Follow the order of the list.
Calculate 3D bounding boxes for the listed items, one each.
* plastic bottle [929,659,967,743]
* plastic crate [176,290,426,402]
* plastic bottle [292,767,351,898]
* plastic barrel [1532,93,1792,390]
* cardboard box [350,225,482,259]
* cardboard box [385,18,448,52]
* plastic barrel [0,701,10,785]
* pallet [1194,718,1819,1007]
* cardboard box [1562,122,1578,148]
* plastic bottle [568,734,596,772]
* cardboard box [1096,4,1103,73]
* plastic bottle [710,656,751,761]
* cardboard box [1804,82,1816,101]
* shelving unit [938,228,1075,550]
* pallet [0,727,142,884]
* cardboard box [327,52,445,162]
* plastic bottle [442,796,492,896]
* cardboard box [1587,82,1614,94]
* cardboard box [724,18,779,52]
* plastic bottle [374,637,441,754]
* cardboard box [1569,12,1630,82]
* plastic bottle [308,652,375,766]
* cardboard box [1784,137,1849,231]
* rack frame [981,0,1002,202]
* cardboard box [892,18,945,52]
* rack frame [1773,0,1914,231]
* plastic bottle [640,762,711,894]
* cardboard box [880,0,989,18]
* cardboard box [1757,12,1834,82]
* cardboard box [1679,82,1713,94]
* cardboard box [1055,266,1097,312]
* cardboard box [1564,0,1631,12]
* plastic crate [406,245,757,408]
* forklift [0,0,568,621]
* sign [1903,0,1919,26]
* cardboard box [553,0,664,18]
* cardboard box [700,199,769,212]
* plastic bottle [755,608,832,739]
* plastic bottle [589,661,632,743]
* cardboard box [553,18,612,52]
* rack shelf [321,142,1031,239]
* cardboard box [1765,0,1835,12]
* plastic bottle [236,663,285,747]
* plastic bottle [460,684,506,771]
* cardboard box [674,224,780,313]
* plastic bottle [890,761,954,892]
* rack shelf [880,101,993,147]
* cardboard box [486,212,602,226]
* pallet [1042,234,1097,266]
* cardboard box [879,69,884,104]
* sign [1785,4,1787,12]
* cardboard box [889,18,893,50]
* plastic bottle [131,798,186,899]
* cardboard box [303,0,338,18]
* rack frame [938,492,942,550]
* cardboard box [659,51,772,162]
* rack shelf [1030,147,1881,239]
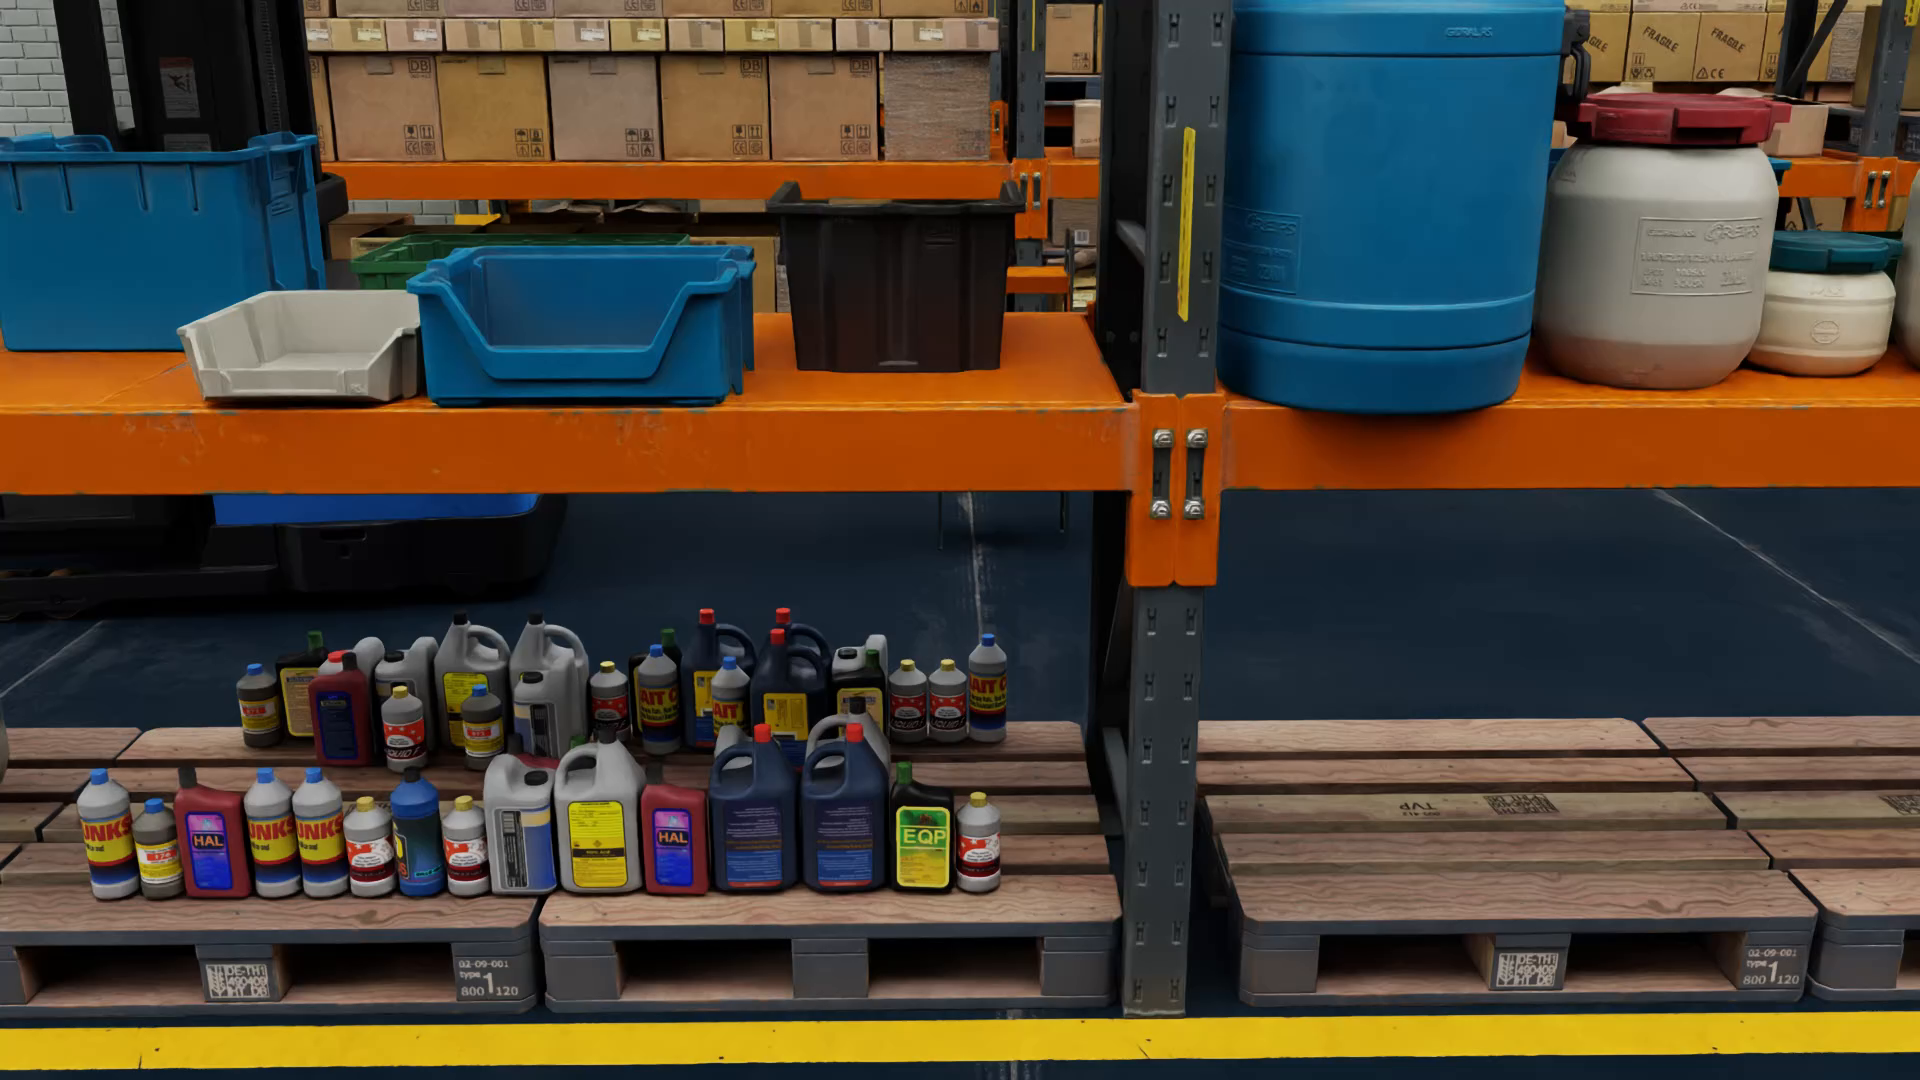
[{"bbox_3d":[-0.031,0.404,4.238,0.097,0.201,0.097,0,18,0],"label":"plastic bottle"},{"bbox_3d":[-1.223,-0.376,3.242,0.437,0.136,0.530,0,18,-1],"label":"plastic crate"},{"bbox_3d":[-1.343,0.606,3.494,0.097,0.271,0.097,0,18,0],"label":"plastic bottle"},{"bbox_3d":[1.356,-0.589,3.252,0.433,0.535,0.433,0,18,0],"label":"plastic barrel"},{"bbox_3d":[-2.638,-1.266,8.170,0.500,0.500,0.500,0,18,-1],"label":"cardboard box"},{"bbox_3d":[-2.516,-2.377,7.820,0.250,0.149,0.380,-1,18,-2],"label":"cardboard box"},{"bbox_3d":[-2.445,0.388,3.813,0.421,0.512,0.421,0,18,0],"label":"plastic barrel"},{"bbox_3d":[1.181,0.725,3.942,1.213,0.211,1.003,0,18,-1],"label":"pallet"},{"bbox_3d":[3.047,-1.976,8.209,0.250,0.149,0.380,1,18,3],"label":"cardboard box"},{"bbox_3d":[-0.785,0.559,3.620,0.133,0.283,0.061,0,18,-1],"label":"plastic bottle"},{"bbox_3d":[1.308,-3.862,12.794,0.500,0.500,0.700,2,18,5],"label":"cardboard box"},{"bbox_3d":[-0.560,0.417,4.082,0.097,0.271,0.097,0,18,0],"label":"plastic bottle"},{"bbox_3d":[6.369,-3.463,12.810,0.250,0.149,0.380,0,18,1],"label":"cardboard box"},{"bbox_3d":[0.166,-0.572,6.367,0.503,1.200,0.258,0,18,-1],"label":"shelving unit"},{"bbox_3d":[-2.716,0.743,3.886,1.213,0.211,1.003,0,18,-1],"label":"pallet"},{"bbox_3d":[-2.686,-2.131,8.115,0.500,0.500,0.700,0,18,1],"label":"cardboard box"},{"bbox_3d":[-1.038,0.638,3.509,0.097,0.201,0.097,0,18,0],"label":"plastic bottle"},{"bbox_3d":[4.824,-3.451,12.775,0.250,0.149,0.380,0,18,0],"label":"cardboard box"},{"bbox_3d":[-0.964,-2.385,7.847,0.250,0.149,0.380,0,18,-1],"label":"cardboard box"},{"bbox_3d":[-1.383,0.383,4.180,0.135,0.276,0.152,-1,18,-2],"label":"plastic bottle"},{"bbox_3d":[4.729,-3.755,12.659,0.500,0.500,0.500,0,18,1],"label":"cardboard box"},{"bbox_3d":[-1.519,0.413,4.076,0.133,0.283,0.061,0,18,-1],"label":"plastic bottle"},{"bbox_3d":[6.702,-2.780,13.134,0.750,0.750,0.750,0,18,1],"label":"cardboard box"},{"bbox_3d":[0.240,-3.613,12.899,0.127,3.000,1.000,0,18,-1],"label":"rack frame"},{"bbox_3d":[-0.194,-2.389,7.859,0.250,0.149,0.380,-1,18,-2],"label":"cardboard box"},{"bbox_3d":[4.321,-2.119,8.243,0.127,3.000,1.000,0,18,-1],"label":"rack frame"},{"bbox_3d":[-0.597,0.602,3.486,0.133,0.283,0.061,1,18,3],"label":"plastic bottle"},{"bbox_3d":[-0.122,-2.761,7.957,0.500,0.500,0.700,0,18,-1],"label":"cardboard box"},{"bbox_3d":[6.270,-3.762,12.680,0.500,0.500,0.500,0,18,1],"label":"cardboard box"},{"bbox_3d":[5.600,-3.470,12.831,0.250,0.149,0.380,0,18,0],"label":"cardboard box"},{"bbox_3d":[0.739,-1.184,8.222,0.500,0.311,0.500,0,18,-1],"label":"cardboard box"},{"bbox_3d":[4.726,-4.112,12.543,0.500,0.250,0.500,0,18,0],"label":"cardboard box"},{"bbox_3d":[-0.706,-0.428,3.215,0.616,0.251,0.499,0,18,-1],"label":"plastic crate"},{"bbox_3d":[-3.050,-1.289,5.768,3.031,2.935,1.130,-2,18,-6],"label":"forklift"},{"bbox_3d":[4.333,-2.501,7.538,0.005,0.325,0.100,0,18,-1],"label":"sign"},{"bbox_3d":[-1.627,-2.754,7.934,0.500,0.500,0.700,0,18,-1],"label":"cardboard box"},{"bbox_3d":[-1.762,-2.580,13.051,0.500,0.500,0.700,-1,18,-4],"label":"cardboard box"},{"bbox_3d":[-0.417,0.342,4.187,0.185,0.351,0.144,0,18,1],"label":"plastic bottle"},{"bbox_3d":[-0.890,0.408,4.225,0.097,0.201,0.097,0,18,0],"label":"plastic bottle"},{"bbox_3d":[-1.745,-2.380,7.832,0.250,0.149,0.380,0,18,0],"label":"cardboard box"},{"bbox_3d":[-1.678,-1.748,8.263,4.000,0.370,1.077,0,18,-1],"label":"rack shelf"},{"bbox_3d":[6.245,-4.122,12.576,0.500,0.250,0.500,-1,18,-2],"label":"cardboard box"},{"bbox_3d":[-1.774,0.412,4.212,0.097,0.201,0.097,0,18,0],"label":"plastic bottle"},{"bbox_3d":[-1.171,0.454,4.084,0.097,0.201,0.097,0,18,0],"label":"plastic bottle"},{"bbox_3d":[-1.138,-1.276,8.202,0.500,0.500,0.500,0,18,-1],"label":"cardboard box"},{"bbox_3d":[-0.080,0.600,3.493,0.133,0.283,0.061,1,18,2],"label":"plastic bottle"},{"bbox_3d":[-1.760,-3.261,12.979,4.000,0.370,1.077,0,18,-1],"label":"rack shelf"},{"bbox_3d":[-2.147,-1.431,8.685,0.500,0.500,0.500,0,18,-1],"label":"cardboard box"},{"bbox_3d":[1.018,-2.289,13.338,1.213,0.211,1.003,0,18,-1],"label":"pallet"},{"bbox_3d":[-0.727,-3.456,12.624,0.500,0.250,0.500,0,18,-1],"label":"cardboard box"},{"bbox_3d":[4.303,-2.799,8.595,0.005,0.325,0.100,0,18,-1],"label":"sign"},{"bbox_3d":[-0.459,-2.511,8.240,0.250,0.149,0.380,-1,18,-2],"label":"cardboard box"},{"bbox_3d":[-1.682,0.641,3.499,0.097,0.201,0.097,0,18,0],"label":"plastic bottle"},{"bbox_3d":[-3.158,-2.745,7.905,0.500,0.500,0.700,0,18,-1],"label":"cardboard box"},{"bbox_3d":[-0.078,-0.571,6.363,0.015,1.200,0.240,0,18,-1],"label":"rack frame"},{"bbox_3d":[-1.151,-2.138,8.137,0.500,0.500,0.700,0,18,0],"label":"cardboard box"},{"bbox_3d":[2.322,-1.767,8.323,4.000,0.370,1.077,0,18,-1],"label":"rack shelf"}]
